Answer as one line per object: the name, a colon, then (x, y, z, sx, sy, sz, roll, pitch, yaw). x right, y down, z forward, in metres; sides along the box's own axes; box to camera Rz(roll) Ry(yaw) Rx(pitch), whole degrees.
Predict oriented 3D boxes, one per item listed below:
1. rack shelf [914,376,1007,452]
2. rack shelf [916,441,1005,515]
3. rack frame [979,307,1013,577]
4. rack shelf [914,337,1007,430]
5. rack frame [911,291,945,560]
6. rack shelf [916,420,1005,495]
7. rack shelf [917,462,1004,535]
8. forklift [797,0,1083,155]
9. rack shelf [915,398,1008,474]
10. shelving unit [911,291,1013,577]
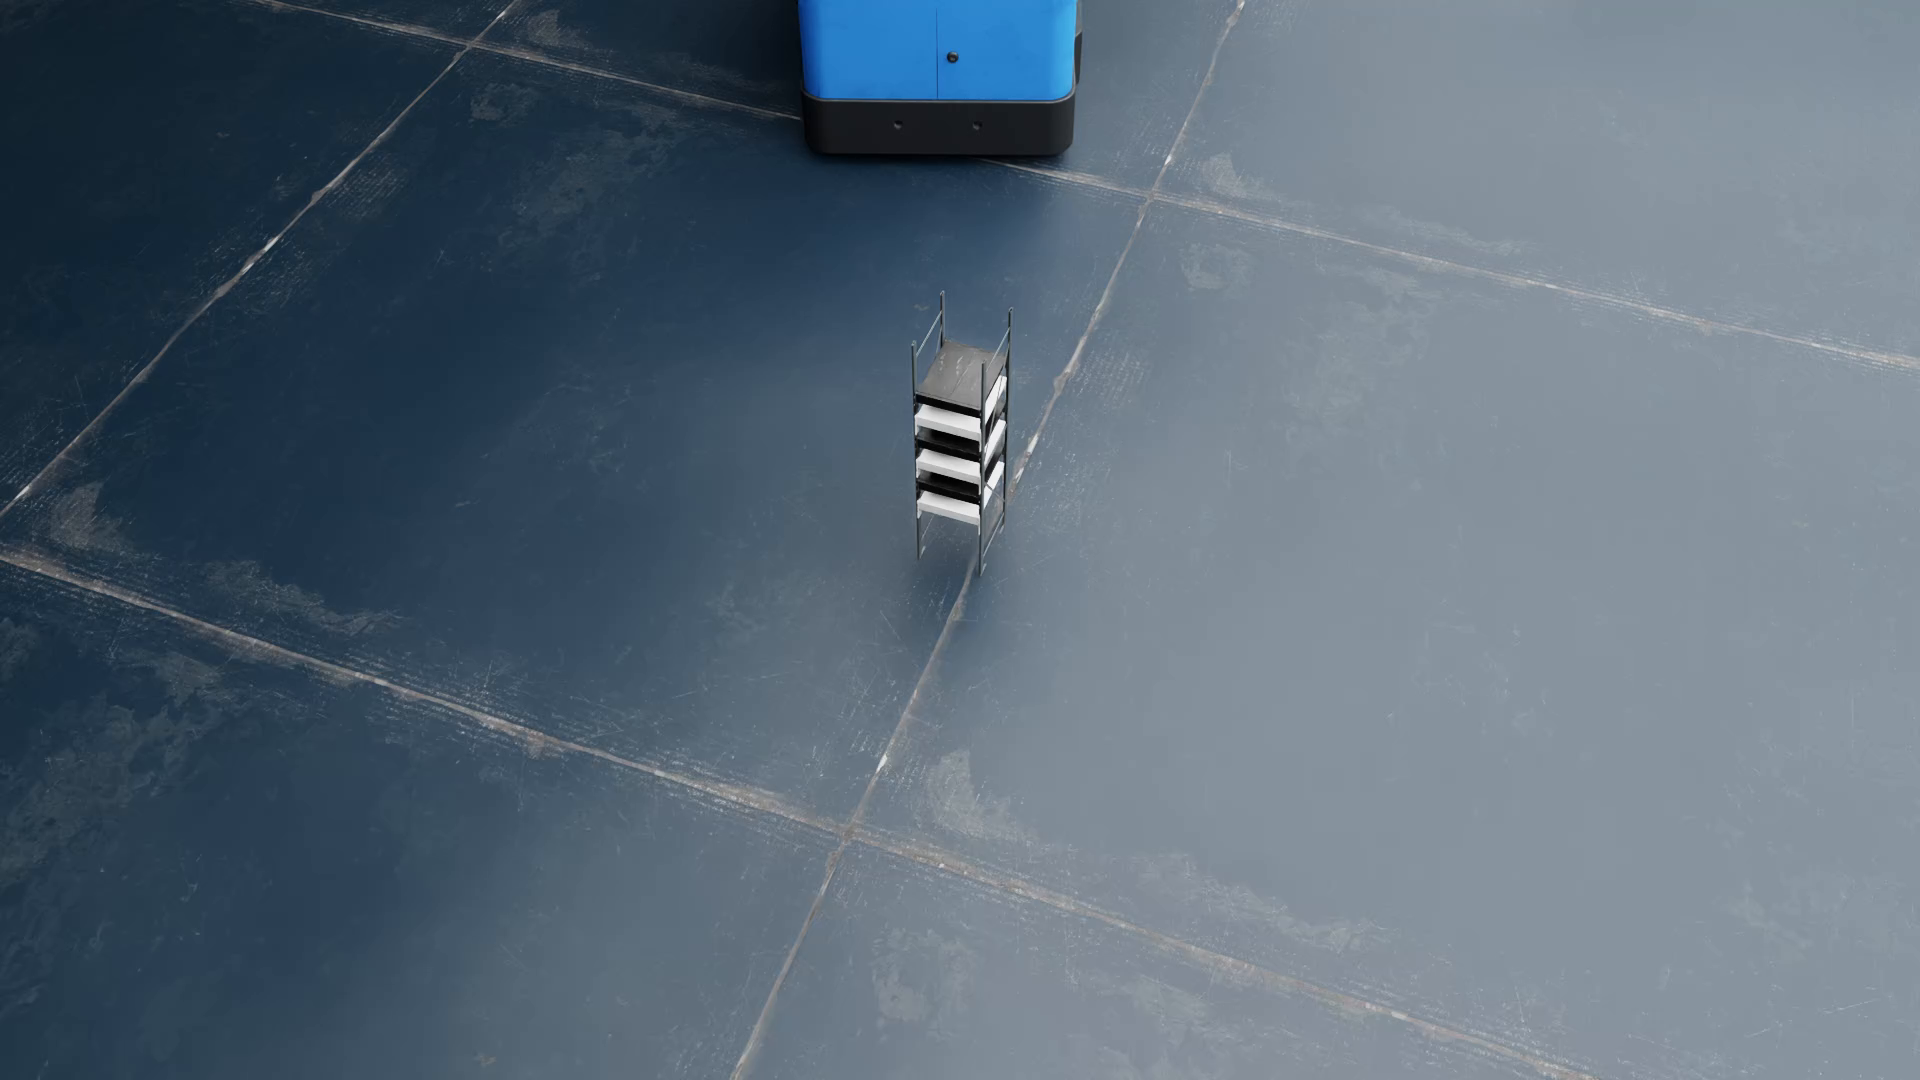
rack shelf: (0.008, -0.389, 4.797, 0.200, 0.077, 0.258, 16, 51, 13)
rack shelf: (0.008, -0.212, 5.001, 0.200, 0.077, 0.258, 16, 51, 13)
rack frame: (0.103, -0.266, 4.885, 0.006, 0.900, 0.240, 16, 51, 13)
rack shelf: (0.008, -0.448, 4.729, 0.200, 0.077, 0.258, 16, 51, 13)
rack frame: (-0.088, -0.319, 4.931, 0.006, 0.900, 0.240, 16, 51, 13)
rack shelf: (0.008, -0.271, 4.933, 0.200, 0.077, 0.258, 16, 51, 13)
rack shelf: (0.008, -0.153, 5.069, 0.200, 0.077, 0.258, 16, 51, 13)
forklift: (-0.064, -3.552, 6.389, 1.130, 2.935, 3.031, 1, 49, 1)
rack shelf: (0.008, -0.330, 4.865, 0.200, 0.077, 0.258, 16, 51, 13)
shelving unit: (0.008, -0.293, 4.908, 0.210, 0.900, 0.258, 16, 51, 13)
